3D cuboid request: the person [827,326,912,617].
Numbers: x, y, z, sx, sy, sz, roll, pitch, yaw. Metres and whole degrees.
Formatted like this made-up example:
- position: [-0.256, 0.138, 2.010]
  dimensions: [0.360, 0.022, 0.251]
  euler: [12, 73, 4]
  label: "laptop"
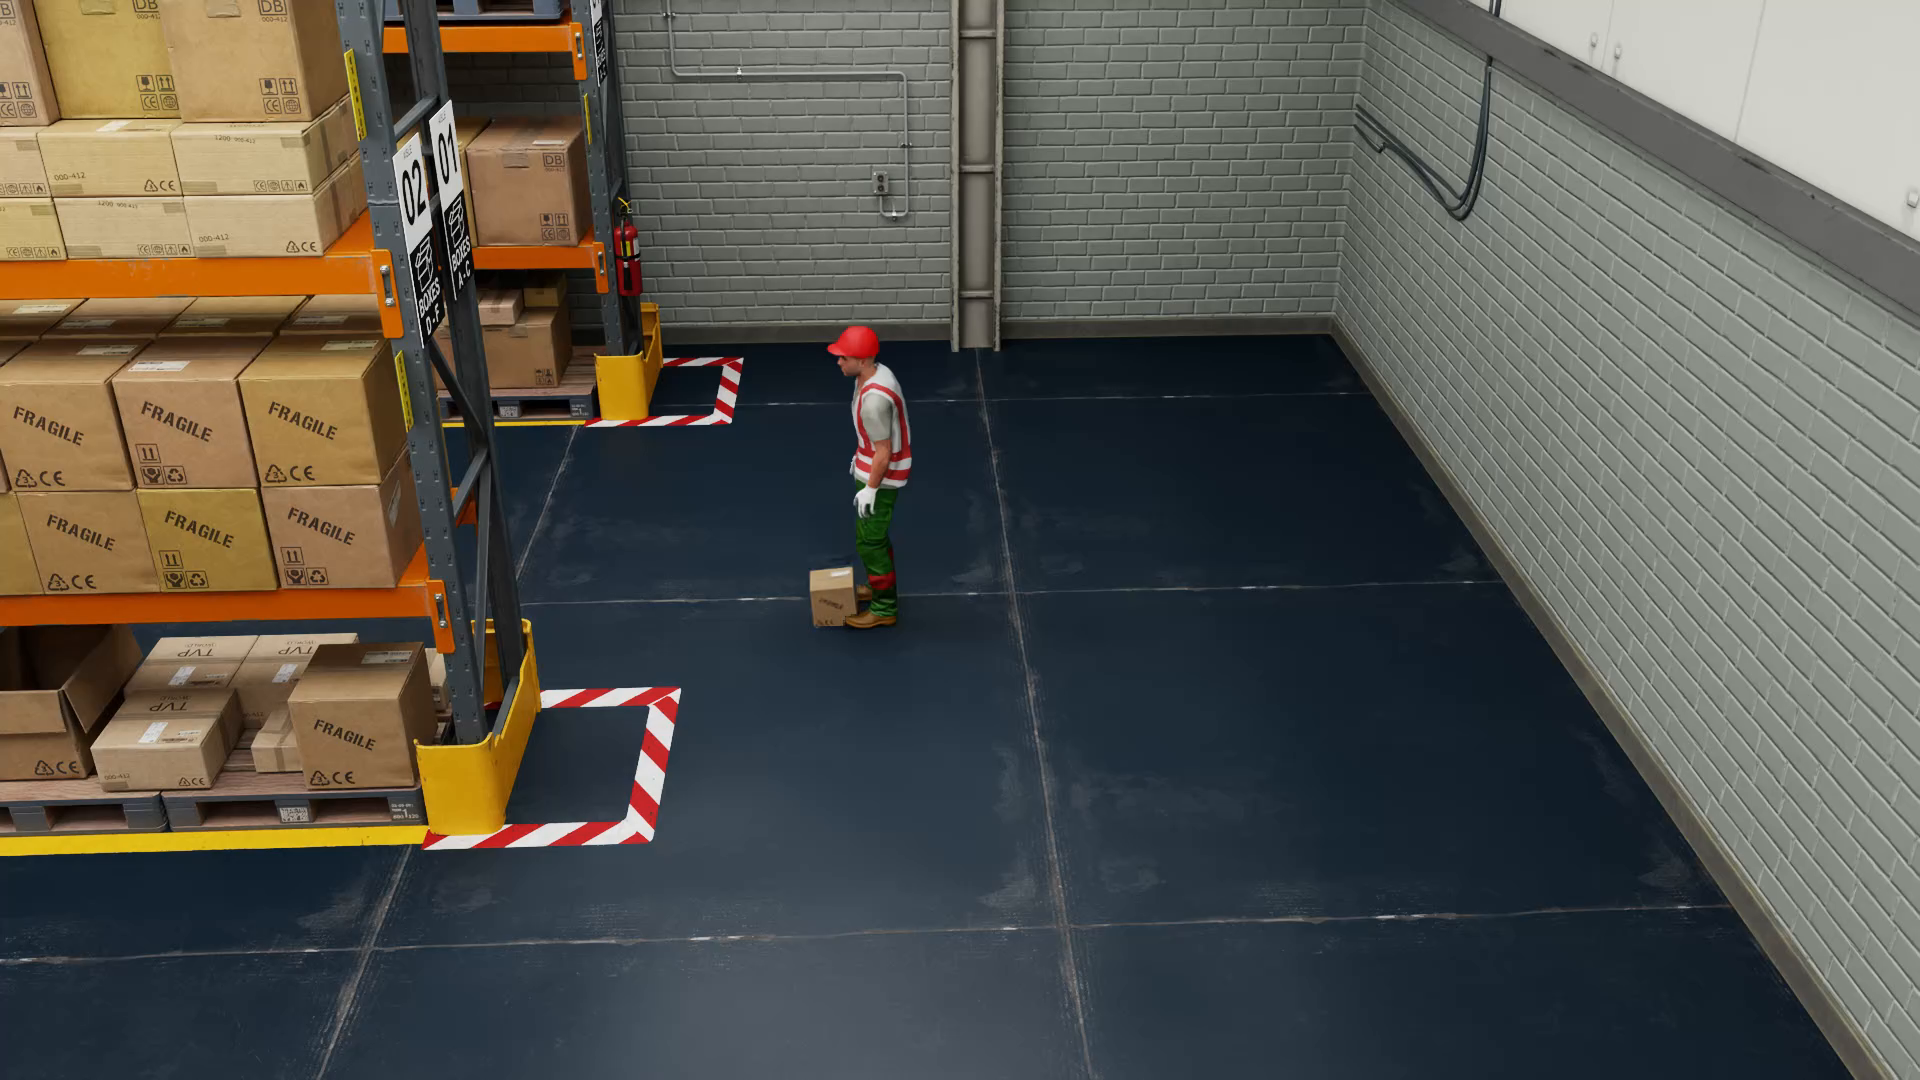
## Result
- position: [-0.493, -0.384, 9.282]
  dimensions: [0.441, 1.722, 0.568]
  euler: [-2, 27, -4]
  label: "person"
